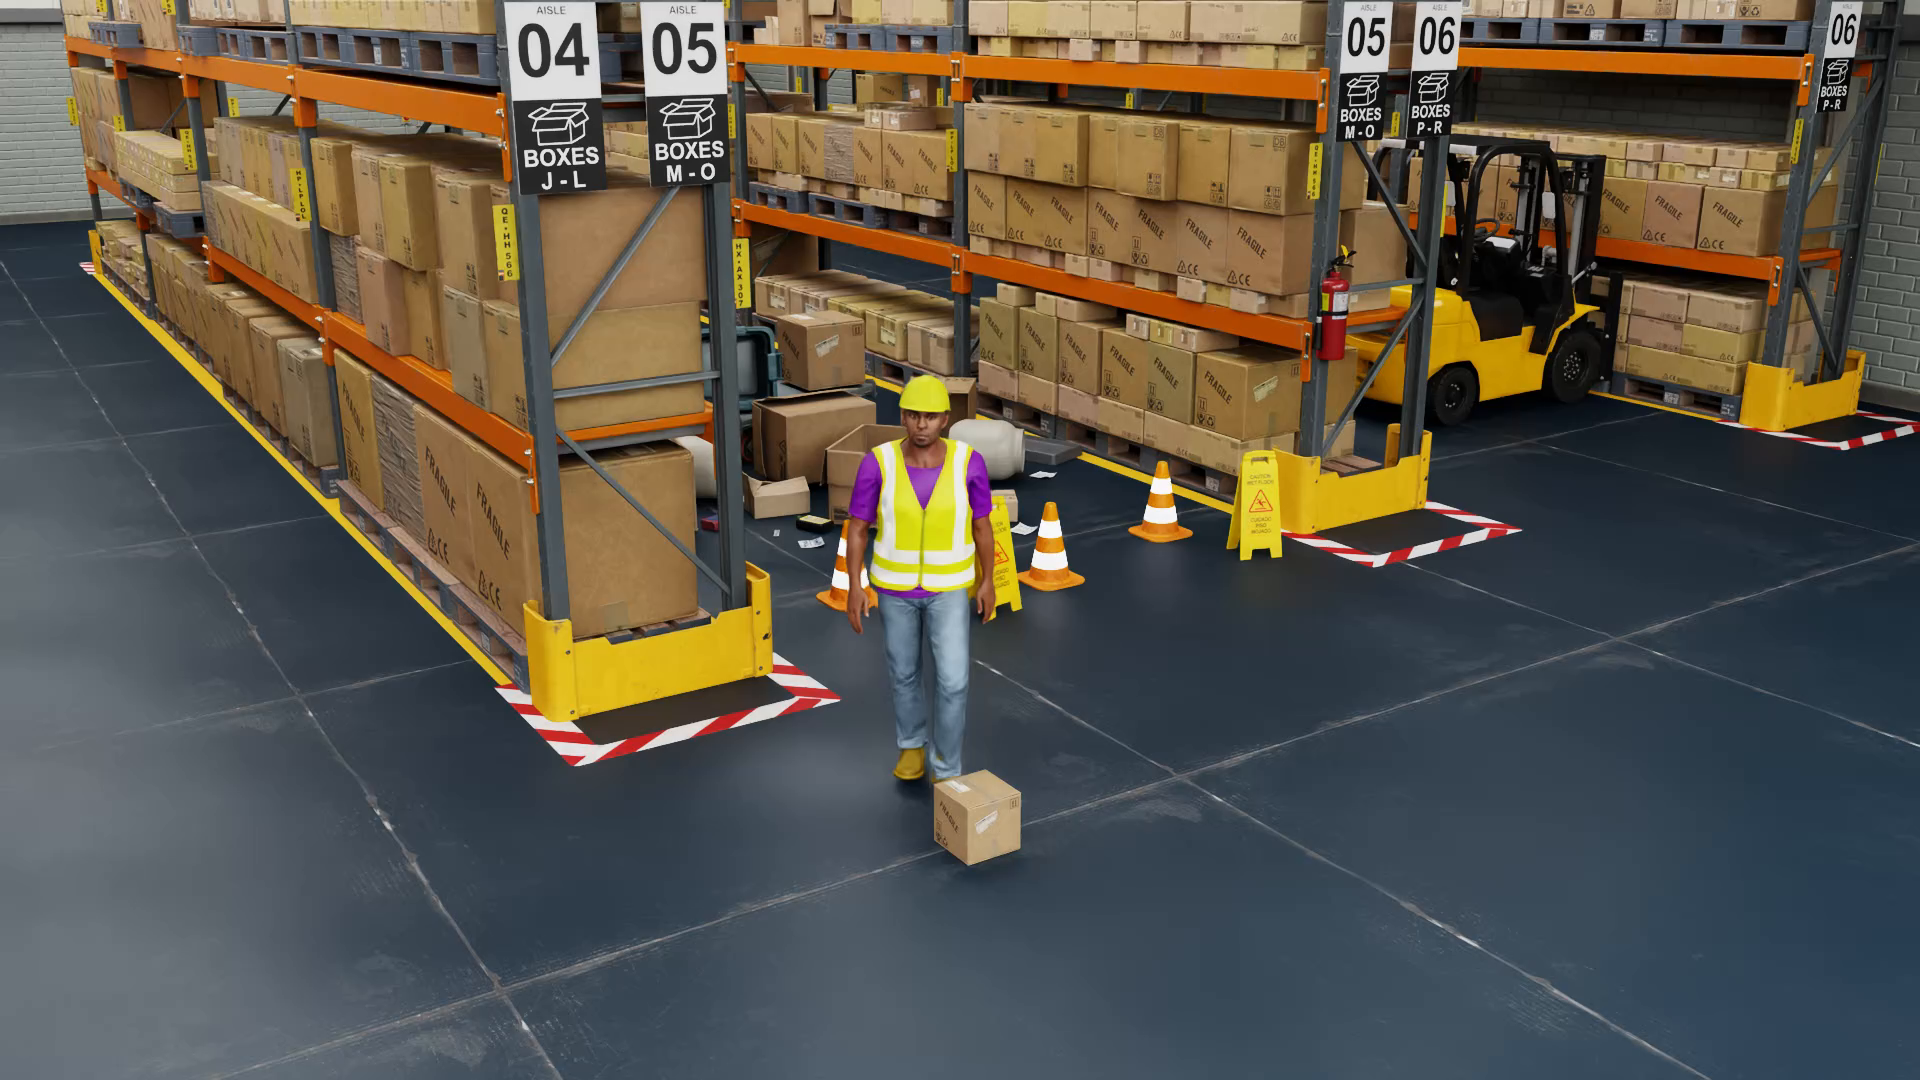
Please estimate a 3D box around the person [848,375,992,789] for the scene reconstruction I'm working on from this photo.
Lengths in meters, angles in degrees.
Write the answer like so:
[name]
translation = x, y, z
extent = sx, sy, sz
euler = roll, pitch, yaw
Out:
[person]
translation = -0.165, 0.233, 6.844
extent = 0.588, 1.826, 0.563
euler = 1, 18, 2
